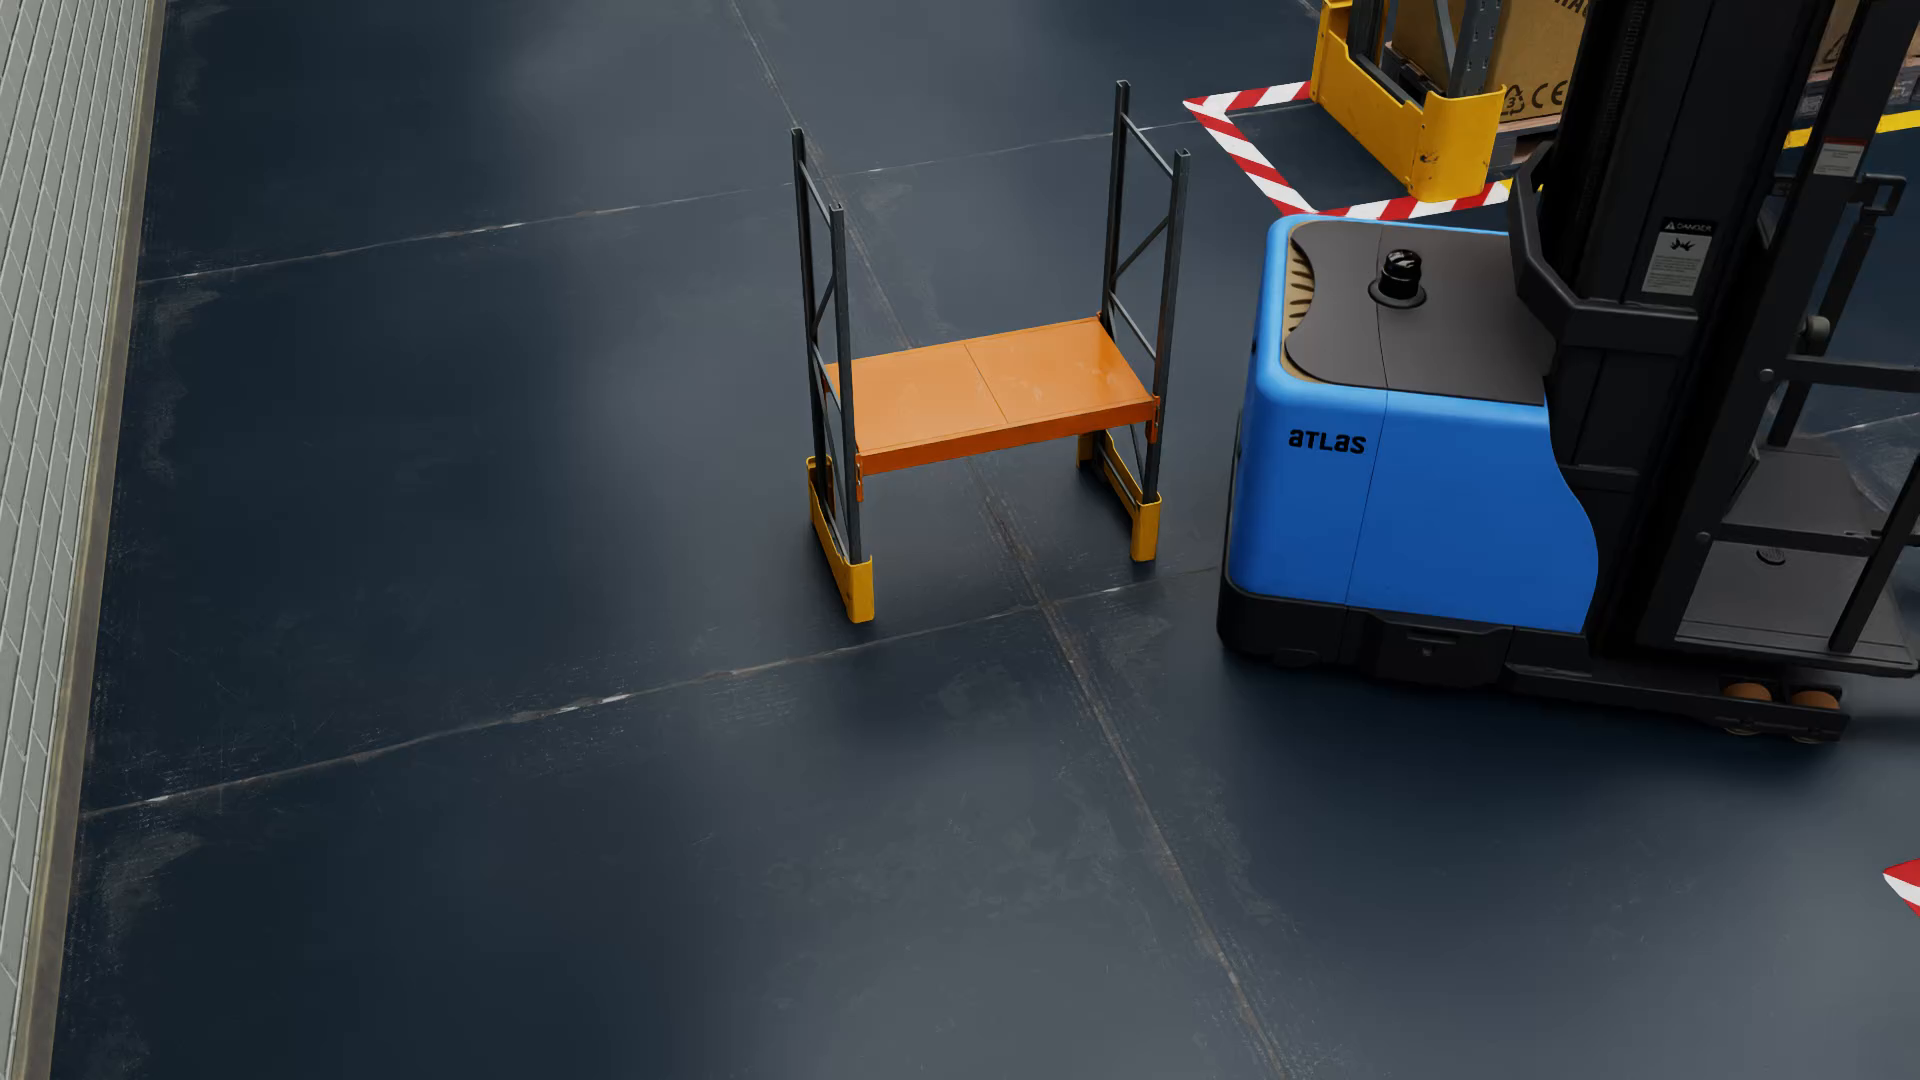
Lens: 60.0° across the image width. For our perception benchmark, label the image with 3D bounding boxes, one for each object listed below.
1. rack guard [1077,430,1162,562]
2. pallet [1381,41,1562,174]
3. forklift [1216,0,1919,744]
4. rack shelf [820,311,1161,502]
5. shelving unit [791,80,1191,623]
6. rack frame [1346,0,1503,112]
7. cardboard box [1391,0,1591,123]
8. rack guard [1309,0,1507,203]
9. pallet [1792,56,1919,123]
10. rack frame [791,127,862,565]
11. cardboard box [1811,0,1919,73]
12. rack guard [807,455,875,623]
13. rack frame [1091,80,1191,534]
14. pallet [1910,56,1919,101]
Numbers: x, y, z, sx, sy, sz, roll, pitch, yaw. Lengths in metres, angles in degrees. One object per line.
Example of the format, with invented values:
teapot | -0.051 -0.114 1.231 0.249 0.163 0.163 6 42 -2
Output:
rack guard | 0.548 -0.208 5.798 0.087 0.250 0.587 -12 42 -13
pallet | 2.823 -2.198 8.105 1.213 0.211 1.003 -12 42 -13
forklift | 2.387 -0.867 4.515 3.031 2.935 1.130 7 42 8
rack shelf | 0.081 -0.446 5.394 1.000 0.185 0.538 -12 42 -13
shelving unit | 0.073 -0.580 5.274 1.083 1.500 0.587 -12 42 -13
rack frame | 2.084 -3.041 6.951 0.127 3.000 1.000 -12 42 -13
cardboard box | 2.670 -2.576 7.714 0.875 0.875 0.875 -12 42 -13
rack guard | 2.061 -2.095 7.768 0.348 0.500 1.175 -12 42 -13
pallet | 3.985 -2.437 8.378 1.213 0.211 1.003 -12 42 -13
rack frame | -0.403 -0.481 5.161 0.032 1.500 0.500 -12 42 -13
cardboard box | 4.387 -2.931 8.121 0.875 0.875 0.875 -12 42 -13
rack guard | -0.402 -0.011 5.572 0.087 0.250 0.587 -12 42 -13
rack frame | 0.566 -0.682 5.391 0.032 1.500 0.500 -12 42 -13
pallet | 5.150 -2.680 8.657 1.213 0.211 1.003 -12 42 -13
